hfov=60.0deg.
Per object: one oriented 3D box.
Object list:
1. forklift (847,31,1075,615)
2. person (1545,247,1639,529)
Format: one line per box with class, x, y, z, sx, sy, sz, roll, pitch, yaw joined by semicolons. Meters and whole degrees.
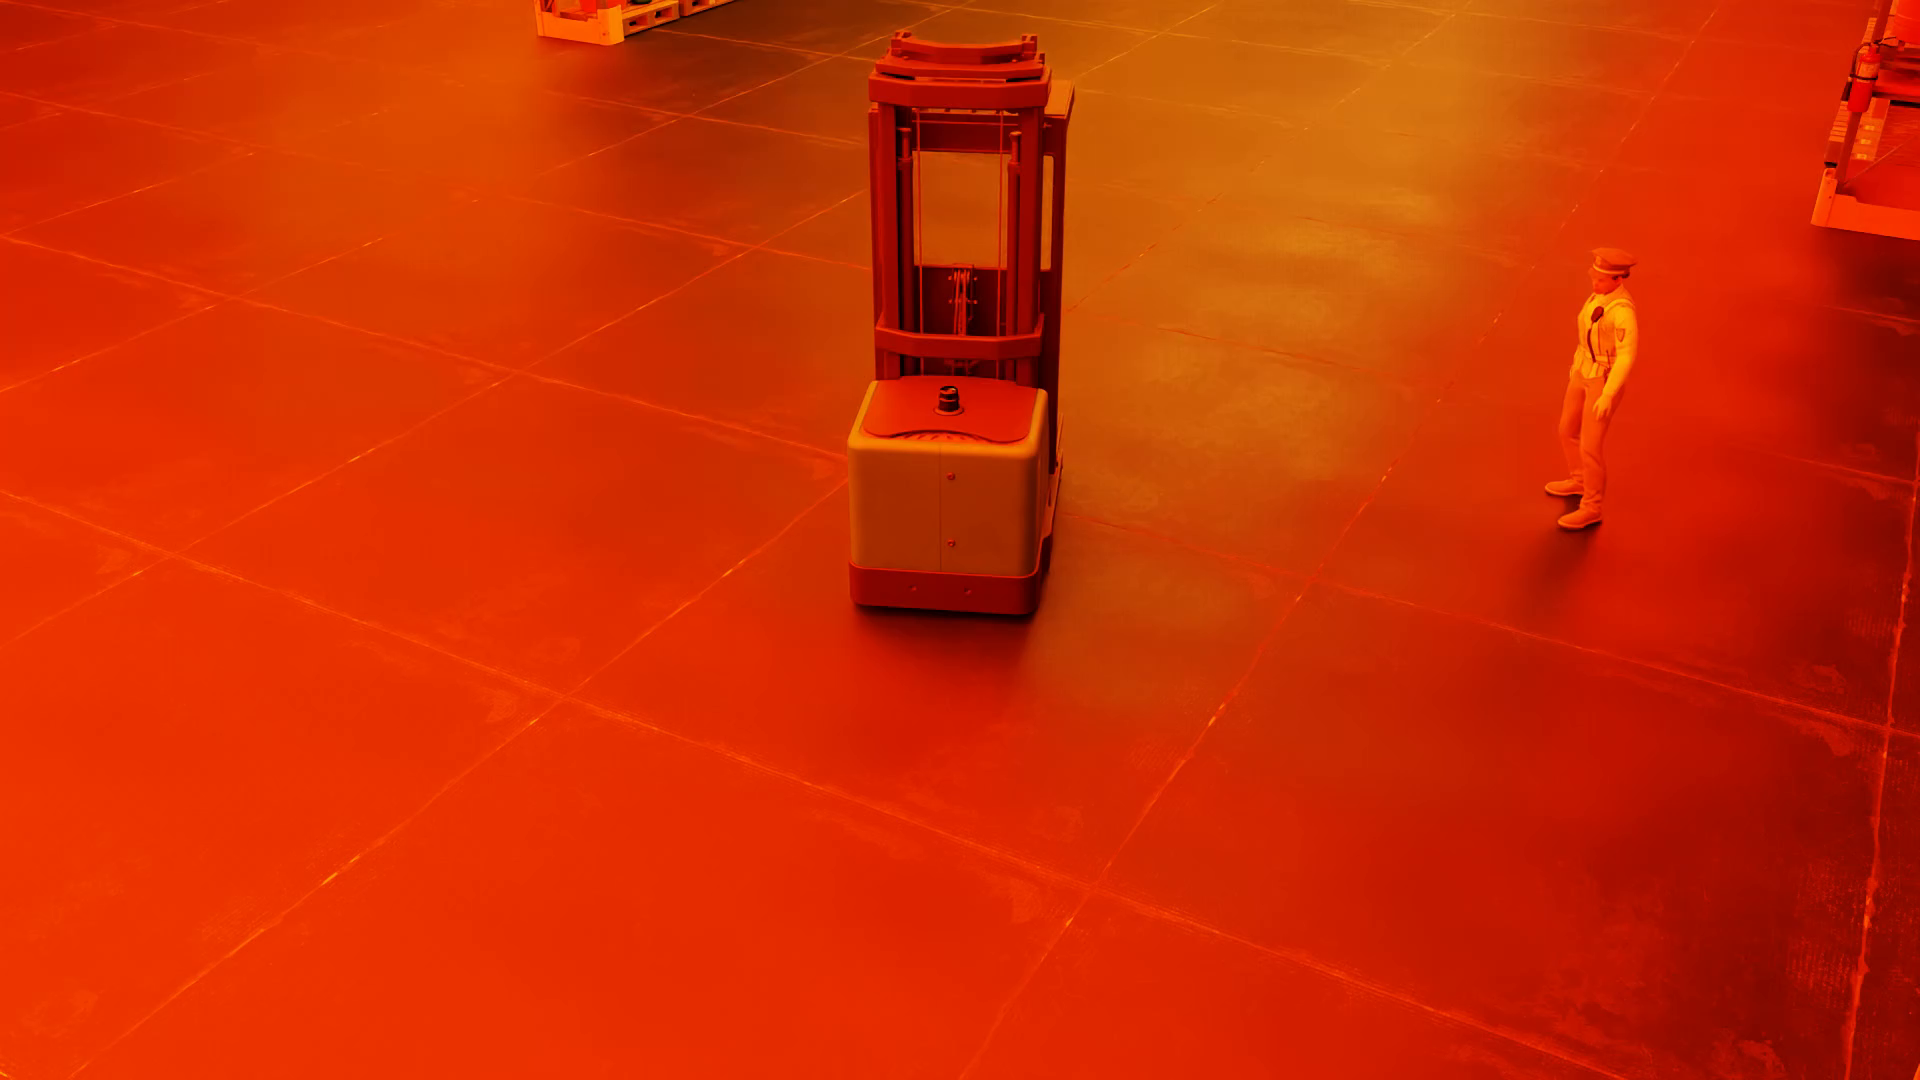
forklift;0.072;-1.572;9.794;1.130;2.935;3.031;3;30;6
person;3.821;-0.953;10.017;0.379;1.641;0.707;-2;30;-4
